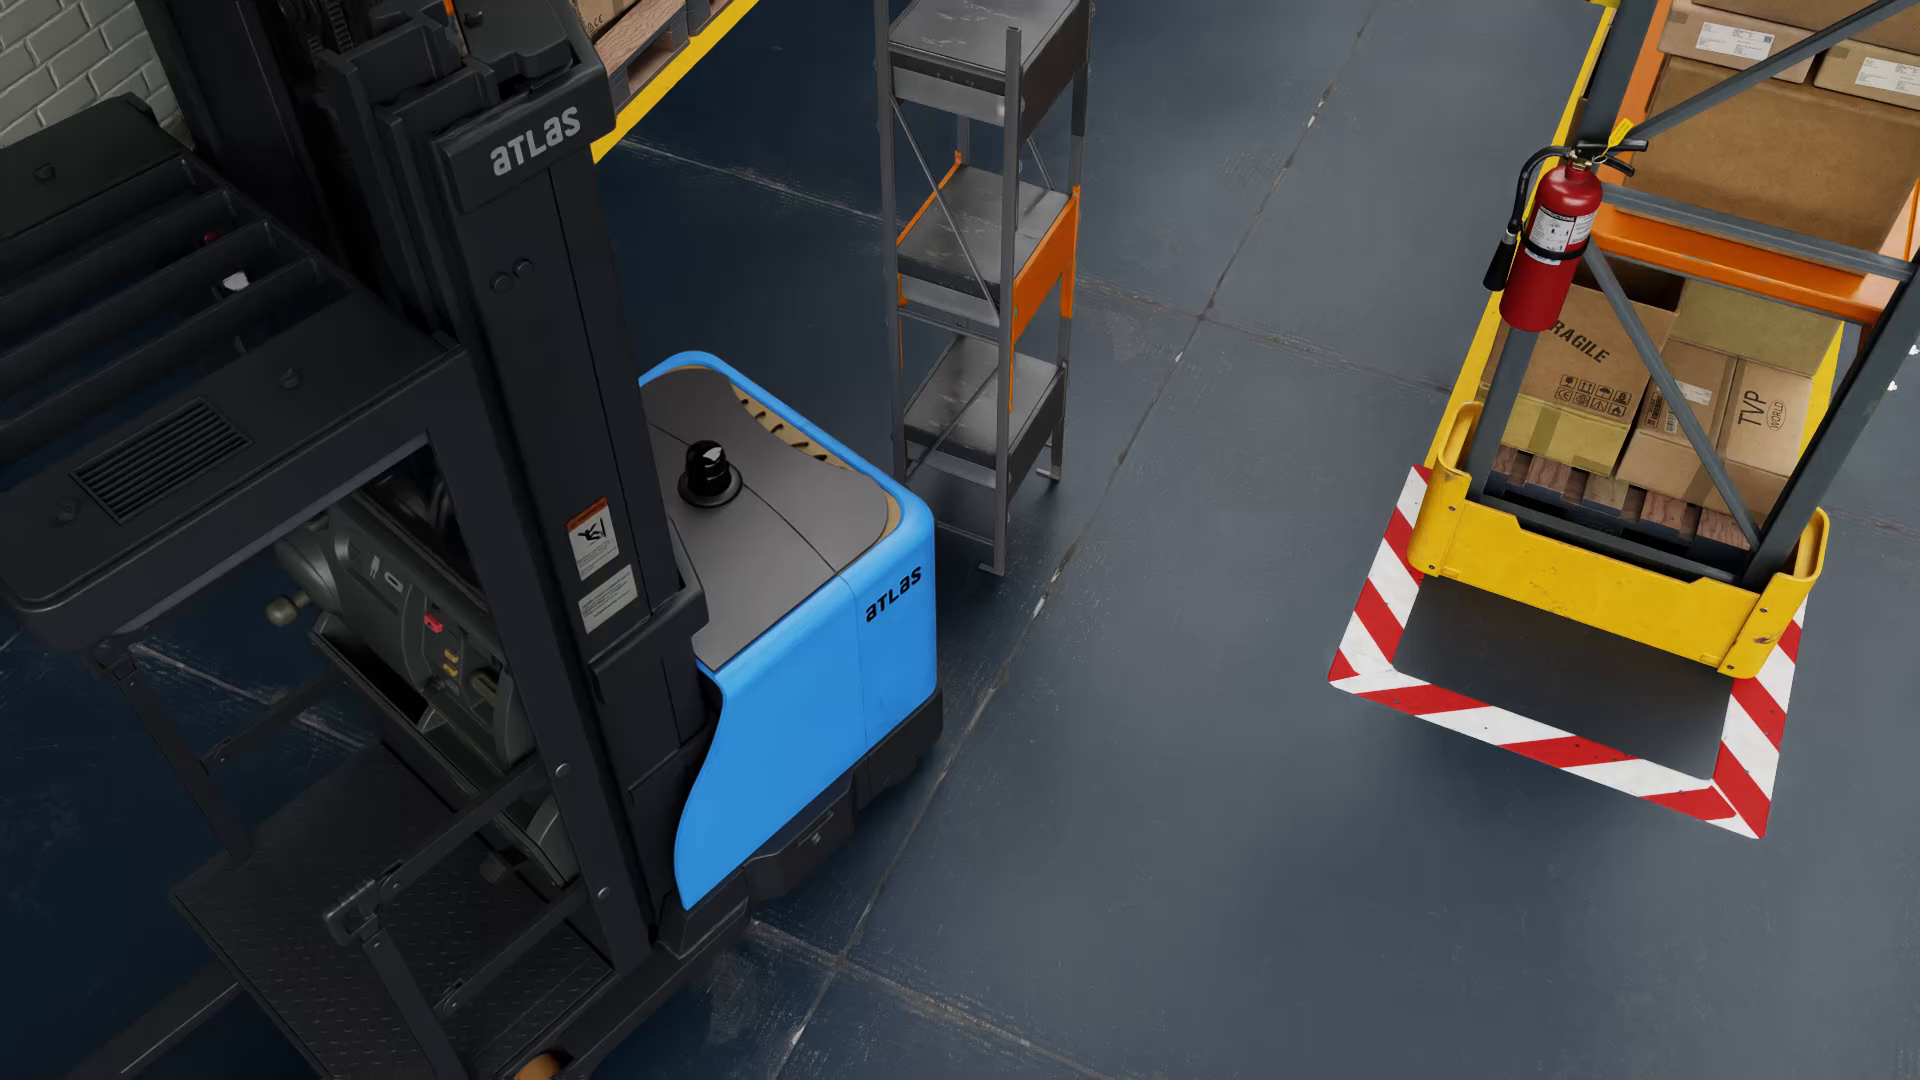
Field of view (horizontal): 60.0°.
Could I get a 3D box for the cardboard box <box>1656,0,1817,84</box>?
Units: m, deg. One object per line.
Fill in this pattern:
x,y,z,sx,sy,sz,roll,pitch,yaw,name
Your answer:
2.111,-1.399,4.480,0.380,0.149,0.250,19,52,15,cardboard box

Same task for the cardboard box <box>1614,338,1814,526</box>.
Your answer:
2.551,-0.374,5.628,0.500,0.250,0.500,20,52,16,cardboard box

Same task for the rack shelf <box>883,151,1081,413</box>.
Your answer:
0.071,-0.786,5.058,0.431,0.518,0.480,20,52,16,rack shelf

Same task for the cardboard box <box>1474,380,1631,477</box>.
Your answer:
2.082,-0.542,5.771,0.500,0.250,0.500,20,52,16,cardboard box

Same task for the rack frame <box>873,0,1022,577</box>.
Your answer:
-0.034,-0.626,4.904,0.400,2.100,0.015,20,52,16,rack frame

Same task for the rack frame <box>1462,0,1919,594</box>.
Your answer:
2.121,-0.832,4.488,1.000,3.000,0.127,20,52,16,rack frame

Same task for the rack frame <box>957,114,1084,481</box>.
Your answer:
0.175,-0.962,5.190,0.400,2.100,0.015,20,52,16,rack frame

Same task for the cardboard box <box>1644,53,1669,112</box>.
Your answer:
2.552,-1.545,5.029,0.700,0.500,0.500,21,53,17,cardboard box

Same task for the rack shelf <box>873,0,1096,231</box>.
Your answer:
0.071,-1.239,4.525,0.431,0.518,0.480,20,52,16,rack shelf

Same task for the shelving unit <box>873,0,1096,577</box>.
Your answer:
0.071,-0.794,5.047,0.431,2.100,0.503,20,52,16,shelving unit

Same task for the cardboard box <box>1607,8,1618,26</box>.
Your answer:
2.709,-1.823,6.369,0.500,0.500,0.500,20,52,16,cardboard box

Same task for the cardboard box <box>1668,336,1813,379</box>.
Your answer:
2.761,-0.719,5.922,0.500,0.250,0.500,20,52,16,cardboard box

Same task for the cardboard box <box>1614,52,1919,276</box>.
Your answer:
2.332,-1.181,4.720,0.700,0.500,0.500,20,52,16,cardboard box

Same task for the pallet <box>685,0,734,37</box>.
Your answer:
-1.426,-2.975,8.142,1.003,0.211,1.213,20,52,16,pallet

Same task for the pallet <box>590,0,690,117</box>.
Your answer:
-1.948,-2.138,7.430,1.003,0.211,1.213,20,52,16,pallet

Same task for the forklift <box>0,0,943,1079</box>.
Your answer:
-1.421,0.244,3.618,1.130,2.935,3.031,35,58,26,forklift

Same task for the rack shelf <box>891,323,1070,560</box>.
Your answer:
0.071,-0.332,5.591,0.431,0.518,0.480,20,52,16,rack shelf

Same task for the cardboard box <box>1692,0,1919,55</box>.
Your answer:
2.354,-1.638,4.257,0.700,0.500,0.500,20,52,16,cardboard box

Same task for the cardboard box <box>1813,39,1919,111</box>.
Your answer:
2.483,-1.274,4.373,0.380,0.149,0.250,19,52,16,cardboard box

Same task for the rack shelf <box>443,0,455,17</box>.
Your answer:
-1.506,-3.585,7.303,1.077,0.370,4.000,20,52,16,rack shelf

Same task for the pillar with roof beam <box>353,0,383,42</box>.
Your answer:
1.049,-3.748,3.030,9.100,9.000,0.400,20,52,16,pillar with roof beam

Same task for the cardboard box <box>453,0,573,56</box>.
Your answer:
-1.983,-2.159,7.094,0.500,0.311,0.500,14,51,12,cardboard box

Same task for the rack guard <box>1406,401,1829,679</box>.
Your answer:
2.110,-0.005,5.426,1.175,0.500,0.348,20,52,16,rack guard

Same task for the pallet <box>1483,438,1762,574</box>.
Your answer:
2.409,-0.468,6.010,1.003,0.211,1.213,20,52,16,pallet

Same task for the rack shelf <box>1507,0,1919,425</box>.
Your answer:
2.975,-1.976,5.934,1.077,0.370,4.000,20,52,16,rack shelf

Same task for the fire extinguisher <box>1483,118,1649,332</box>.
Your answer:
1.650,-0.876,4.577,0.296,0.674,0.183,20,52,16,fire extinguisher

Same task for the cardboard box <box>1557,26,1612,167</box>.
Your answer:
2.495,-1.479,6.076,0.500,0.500,0.500,20,52,16,cardboard box

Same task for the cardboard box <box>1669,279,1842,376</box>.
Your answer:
2.763,-0.962,5.636,0.500,0.500,0.500,20,52,16,cardboard box

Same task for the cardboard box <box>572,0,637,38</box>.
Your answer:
-1.739,-2.552,7.428,0.500,0.311,0.500,24,54,19,cardboard box

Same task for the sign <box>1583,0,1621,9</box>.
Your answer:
1.636,-1.470,4.115,0.100,0.325,0.005,20,52,16,sign

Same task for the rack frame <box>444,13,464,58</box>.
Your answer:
-2.360,-2.441,5.857,1.000,3.000,0.127,20,52,16,rack frame

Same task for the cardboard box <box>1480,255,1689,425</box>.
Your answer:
2.081,-0.786,5.486,0.500,0.500,0.500,20,52,16,cardboard box
